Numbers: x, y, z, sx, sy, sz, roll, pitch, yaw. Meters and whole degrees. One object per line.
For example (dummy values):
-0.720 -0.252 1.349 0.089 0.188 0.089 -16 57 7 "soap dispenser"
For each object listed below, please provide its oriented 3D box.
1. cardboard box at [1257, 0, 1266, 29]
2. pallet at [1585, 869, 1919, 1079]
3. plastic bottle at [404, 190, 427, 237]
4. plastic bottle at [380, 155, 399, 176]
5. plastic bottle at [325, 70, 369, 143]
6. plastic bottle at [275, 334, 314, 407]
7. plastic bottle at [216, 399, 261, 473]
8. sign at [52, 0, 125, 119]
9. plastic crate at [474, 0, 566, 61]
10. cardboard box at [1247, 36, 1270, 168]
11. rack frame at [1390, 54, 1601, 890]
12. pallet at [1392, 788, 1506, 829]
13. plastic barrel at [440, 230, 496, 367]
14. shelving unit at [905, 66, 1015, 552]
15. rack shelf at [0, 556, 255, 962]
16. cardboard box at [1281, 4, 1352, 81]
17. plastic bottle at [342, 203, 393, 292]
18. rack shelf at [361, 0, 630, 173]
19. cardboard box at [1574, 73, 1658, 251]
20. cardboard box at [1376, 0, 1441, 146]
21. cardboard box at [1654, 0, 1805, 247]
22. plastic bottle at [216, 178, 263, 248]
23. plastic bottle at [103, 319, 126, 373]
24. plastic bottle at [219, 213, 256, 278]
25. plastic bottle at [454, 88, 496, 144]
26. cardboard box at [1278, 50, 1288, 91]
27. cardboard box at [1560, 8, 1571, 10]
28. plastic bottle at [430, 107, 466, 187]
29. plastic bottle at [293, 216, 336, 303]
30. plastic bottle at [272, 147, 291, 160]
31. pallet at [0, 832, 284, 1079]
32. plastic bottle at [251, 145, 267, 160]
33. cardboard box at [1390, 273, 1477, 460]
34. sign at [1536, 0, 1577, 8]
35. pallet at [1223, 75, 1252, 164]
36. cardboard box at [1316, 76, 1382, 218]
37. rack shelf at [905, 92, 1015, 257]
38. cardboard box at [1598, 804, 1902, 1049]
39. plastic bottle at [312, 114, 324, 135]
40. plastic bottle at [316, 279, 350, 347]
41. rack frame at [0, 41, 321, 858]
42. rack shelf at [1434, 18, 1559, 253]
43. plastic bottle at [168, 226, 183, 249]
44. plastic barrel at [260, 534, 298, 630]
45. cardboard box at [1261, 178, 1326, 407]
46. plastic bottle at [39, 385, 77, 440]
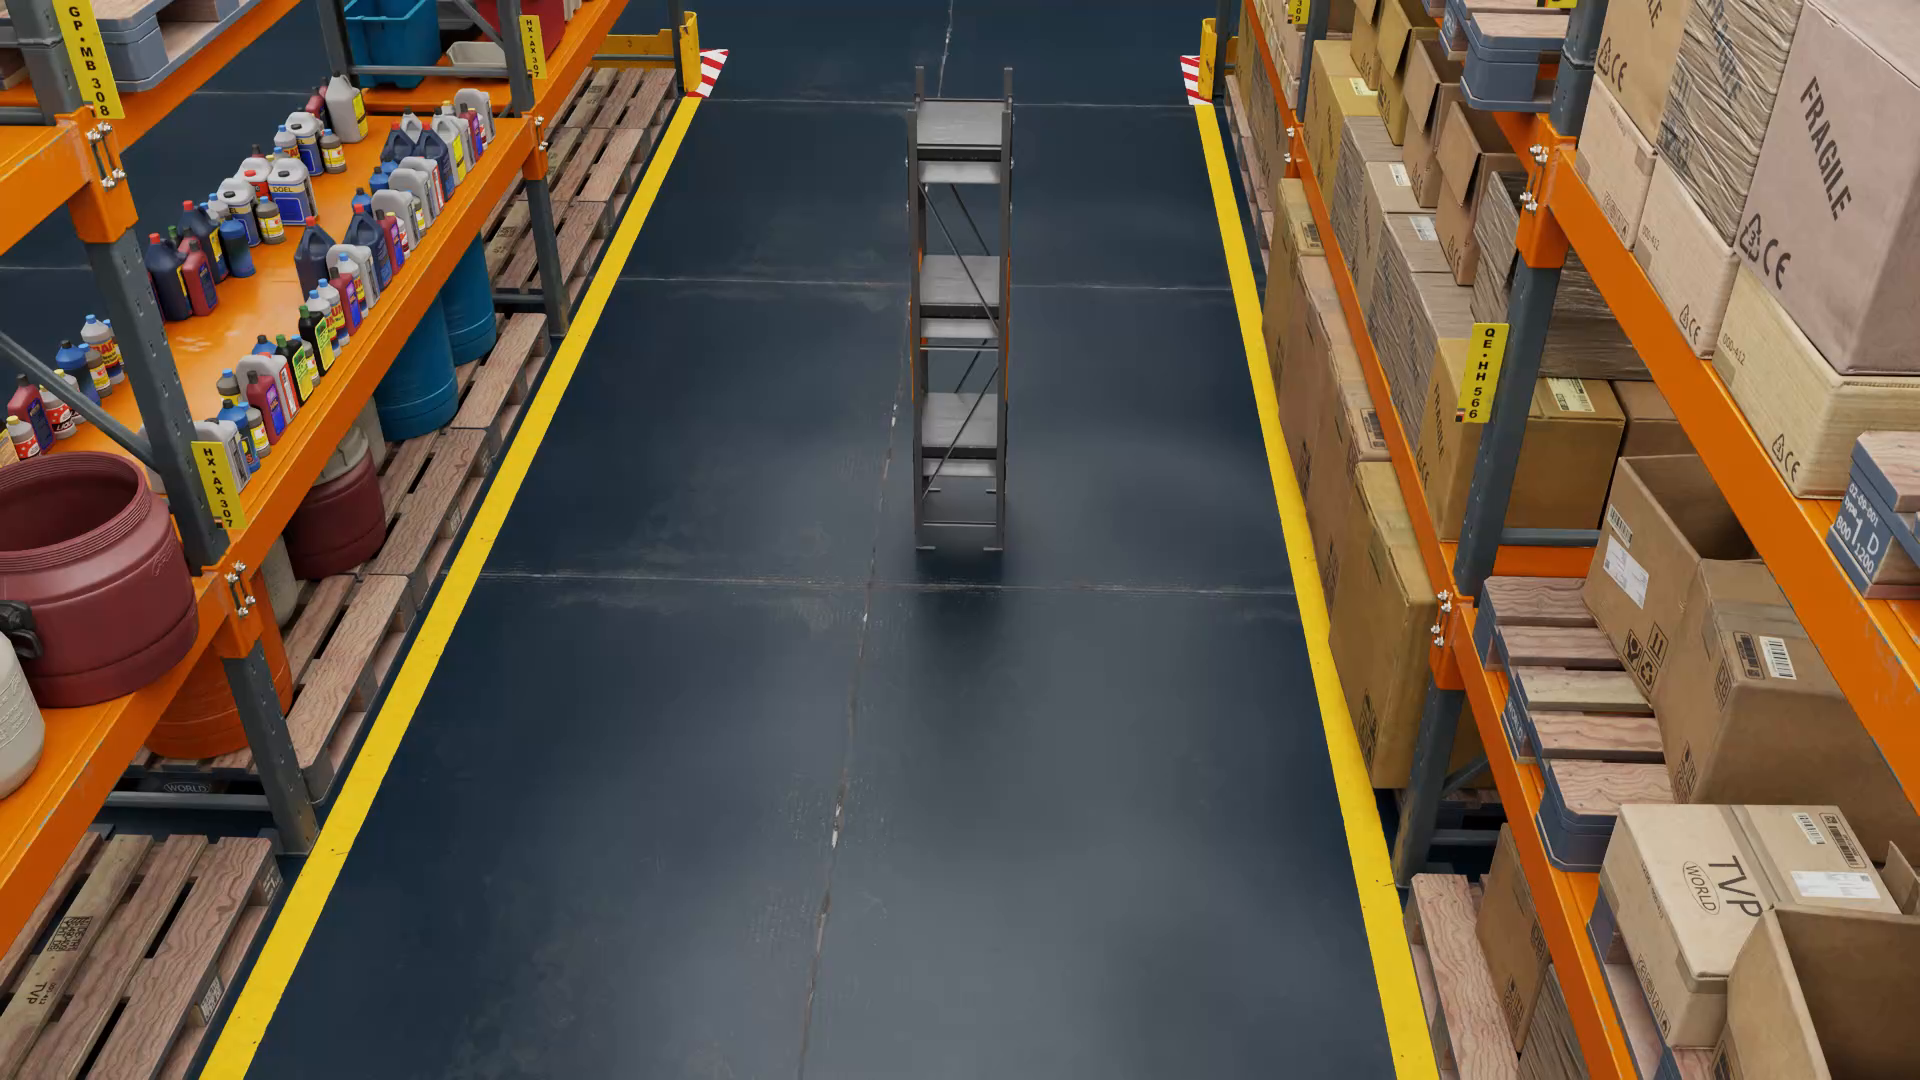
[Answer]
1.963 -3.113 9.789 0.380 0.149 0.250 1 35 1 "cardboard box"
2.027 1.220 3.572 1.003 0.211 1.213 1 35 2 "pallet"
-2.433 -1.450 7.377 0.097 0.201 0.097 0 35 0 "plastic bottle"
-2.575 -1.615 7.551 0.097 0.271 0.097 0 35 0 "plastic bottle"
-3.062 -2.171 8.273 0.144 0.351 0.185 1 35 2 "plastic bottle"
-2.473 -0.646 6.162 0.061 0.283 0.133 1 35 2 "plastic bottle"
-2.511 -0.365 5.773 0.097 0.271 0.097 0 35 0 "plastic bottle"
-2.333 -1.287 4.454 0.100 0.325 0.005 1 35 2 "sign"
-2.436 -2.967 9.255 0.402 0.464 0.583 1 35 2 "plastic crate"
2.405 -3.003 10.897 0.875 0.875 0.875 1 35 2 "cardboard box"
2.066 0.004 5.136 1.000 3.000 0.127 1 35 2 "rack frame"
2.173 0.693 6.580 1.003 0.211 1.213 1 35 2 "pallet"
-2.761 -1.410 8.607 0.600 0.901 0.708 1 35 2 "plastic barrel"
0.007 -0.954 7.282 0.431 2.100 0.503 1 35 2 "shelving unit"
-2.963 1.333 3.871 1.077 0.370 4.000 1 35 2 "rack shelf"
1.982 -2.615 8.733 0.500 0.250 0.500 1 35 1 "cardboard box"
-2.477 -1.220 6.920 0.144 0.351 0.185 1 35 2 "plastic bottle"
-2.642 -3.264 10.411 1.077 0.370 4.000 1 35 2 "rack shelf"
1.793 -0.898 3.941 0.500 0.250 0.500 2 35 3 "cardboard box"
2.170 -1.985 7.006 0.797 0.503 0.637 2 35 2 "cardboard box"
1.766 -0.914 3.311 0.500 0.500 0.500 2 35 2 "cardboard box"
-3.168 -1.436 7.292 0.152 0.276 0.135 1 35 2 "plastic bottle"
-3.241 -0.750 6.381 0.097 0.201 0.097 0 35 0 "plastic bottle"
-3.064 -1.253 7.036 0.097 0.271 0.097 0 35 0 "plastic bottle"
-2.415 -2.124 8.272 0.152 0.276 0.135 1 35 2 "plastic bottle"
1.922 -2.523 8.949 0.380 0.149 0.250 2 35 3 "cardboard box"
2.019 -1.790 4.624 0.797 0.503 0.637 3 35 5 "cardboard box"
-2.432 -1.853 7.821 0.144 0.351 0.185 1 35 2 "plastic bottle"
-2.634 -1.146 6.815 0.144 0.351 0.185 1 35 2 "plastic bottle"
-3.172 -1.738 7.788 0.097 0.201 0.097 0 35 0 "plastic bottle"
-2.953 1.474 5.469 1.003 0.211 1.213 1 35 2 "pallet"
-3.199 -1.650 7.591 0.061 0.283 0.133 1 35 2 "plastic bottle"
1.864 -0.613 5.926 0.500 0.500 0.500 1 35 1 "cardboard box"
1.512 -1.485 4.127 0.100 0.325 0.005 1 35 2 "sign"
2.433 -2.991 11.822 1.003 0.211 1.213 1 35 2 "pallet"
1.939 -1.788 7.599 0.500 0.500 0.500 1 35 2 "cardboard box"
0.007 -1.516 6.887 0.431 0.518 0.480 1 35 2 "rack shelf"
1.769 0.851 3.696 0.500 0.250 0.500 0 35 1 "cardboard box"
-3.155 -1.984 8.136 0.097 0.201 0.097 0 35 0 "plastic bottle"
-2.473 -0.896 6.529 0.097 0.271 0.097 0 35 0 "plastic bottle"
-2.883 -0.111 5.299 1.000 3.000 0.127 1 35 2 "rack frame"
2.146 -2.078 6.116 1.077 0.370 4.000 1 35 2 "rack shelf"
-3.234 -1.145 6.872 0.061 0.283 0.133 1 35 2 "plastic bottle"
-2.947 0.127 6.759 0.421 0.512 0.421 0 35 0 "plastic barrel"
2.221 -1.229 8.373 1.225 0.875 0.875 1 35 2 "cardboard box"
-3.261 -0.470 5.983 0.097 0.201 0.097 0 35 0 "plastic bottle"
